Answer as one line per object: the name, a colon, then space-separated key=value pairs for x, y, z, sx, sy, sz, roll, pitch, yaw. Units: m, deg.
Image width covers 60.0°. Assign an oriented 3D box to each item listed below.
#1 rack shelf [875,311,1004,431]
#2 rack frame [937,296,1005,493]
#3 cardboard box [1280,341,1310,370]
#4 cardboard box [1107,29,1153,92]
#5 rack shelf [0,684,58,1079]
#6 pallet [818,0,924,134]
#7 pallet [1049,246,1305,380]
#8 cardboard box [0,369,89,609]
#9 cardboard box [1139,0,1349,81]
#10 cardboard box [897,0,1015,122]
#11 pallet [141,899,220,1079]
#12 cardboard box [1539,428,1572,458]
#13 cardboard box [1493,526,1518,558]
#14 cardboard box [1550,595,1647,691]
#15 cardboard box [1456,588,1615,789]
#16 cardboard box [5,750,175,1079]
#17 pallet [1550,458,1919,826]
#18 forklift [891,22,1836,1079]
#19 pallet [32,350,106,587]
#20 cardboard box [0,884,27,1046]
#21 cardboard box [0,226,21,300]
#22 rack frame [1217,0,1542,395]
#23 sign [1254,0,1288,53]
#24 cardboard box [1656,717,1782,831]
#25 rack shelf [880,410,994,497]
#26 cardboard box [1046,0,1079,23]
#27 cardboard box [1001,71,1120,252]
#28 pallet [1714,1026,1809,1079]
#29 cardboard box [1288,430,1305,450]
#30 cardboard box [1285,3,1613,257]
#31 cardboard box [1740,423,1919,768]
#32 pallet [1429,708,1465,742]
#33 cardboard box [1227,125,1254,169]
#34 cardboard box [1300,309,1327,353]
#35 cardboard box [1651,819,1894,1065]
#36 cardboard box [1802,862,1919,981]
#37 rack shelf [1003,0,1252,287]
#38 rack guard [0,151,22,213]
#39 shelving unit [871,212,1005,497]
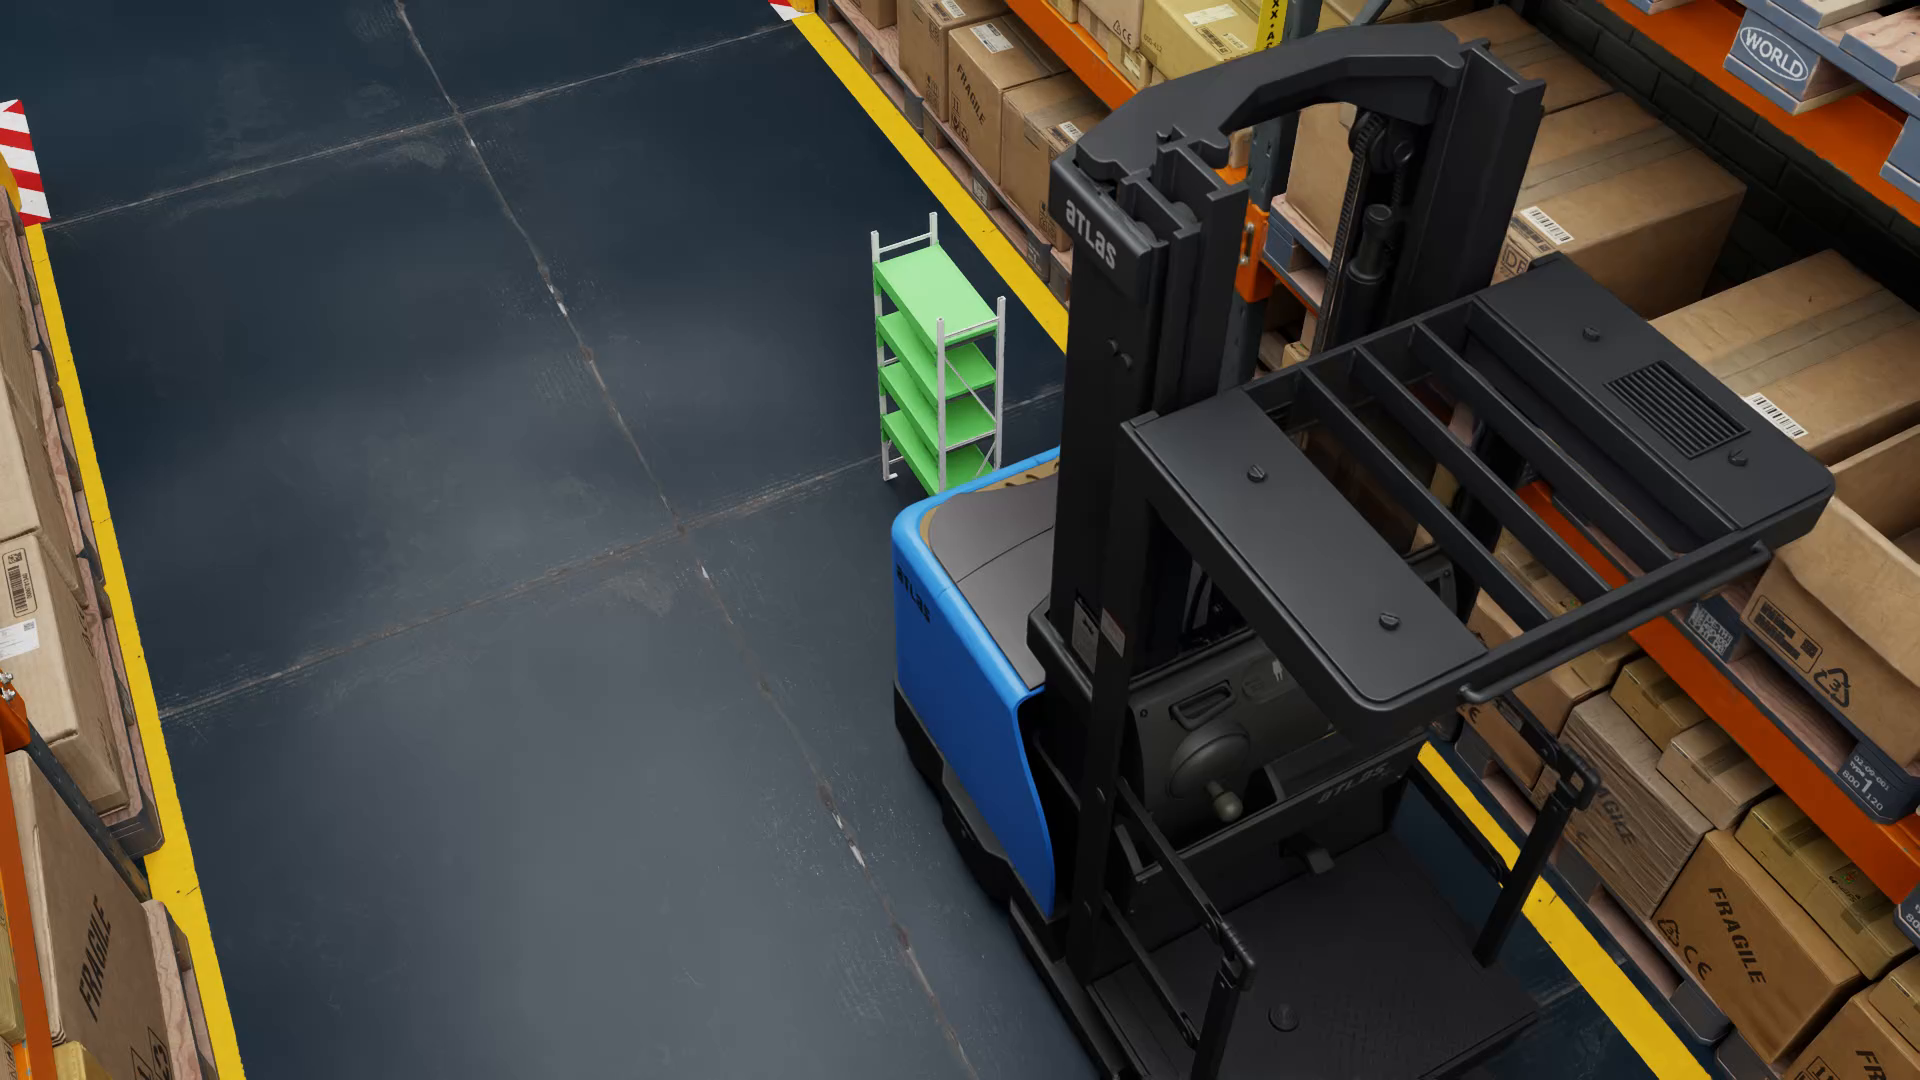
rack shelf: x=-0.076 y=-0.622 z=5.763 sx=0.258 sy=0.148 sz=0.480 roll=-21 pitch=52 yaw=-18
rack frame: x=0.036 y=-0.342 z=5.752 sx=0.240 sy=1.200 sz=0.015 roll=-21 pitch=52 yaw=-18
cardboard box: x=1.334 y=-0.595 z=5.729 sx=0.380 sy=0.149 sz=0.250 roll=-19 pitch=51 yaw=-16
cardboard box: x=0.757 y=-1.774 z=5.976 sx=0.380 sy=0.149 sz=0.250 roll=-20 pitch=52 yaw=-17
rack shelf: x=-2.090 y=1.889 z=3.083 sx=1.077 sy=0.370 sz=4.000 roll=-21 pitch=52 yaw=-18
pallet: x=-0.023 y=-2.573 z=8.361 sx=1.003 sy=0.211 sz=1.213 roll=-21 pitch=52 yaw=-18
pallet: x=1.093 y=-0.940 z=6.932 sx=1.003 sy=0.211 sz=1.213 roll=-21 pitch=52 yaw=-18
cardboard box: x=-3.607 y=-0.037 z=5.713 sx=0.875 sy=0.438 sz=0.875 roll=-23 pitch=53 yaw=-19
cardboard box: x=0.957 y=-1.704 z=5.649 sx=0.500 sy=0.250 sz=0.500 roll=-20 pitch=52 yaw=-17
cardboard box: x=0.128 y=-2.363 z=7.706 sx=0.700 sy=0.500 sz=0.500 roll=-19 pitch=52 yaw=-16
pallet: x=-2.585 y=1.722 z=4.603 sx=1.003 sy=0.211 sz=1.213 roll=-21 pitch=52 yaw=-18
cardboard box: x=1.701 y=-0.430 z=4.444 sx=0.396 sy=0.266 sz=0.258 roll=-19 pitch=51 yaw=-16
cardboard box: x=1.795 y=-0.090 z=5.287 sx=0.380 sy=0.149 sz=0.250 roll=-22 pitch=52 yaw=-18
cardboard box: x=1.987 y=0.257 z=4.983 sx=0.380 sy=0.149 sz=0.250 roll=-19 pitch=52 yaw=-16
cardboard box: x=1.905 y=0.376 z=5.310 sx=0.500 sy=0.500 sz=0.500 roll=-23 pitch=53 yaw=-19
cardboard box: x=-2.650 y=1.263 z=4.286 sx=0.875 sy=0.875 sz=0.875 roll=-20 pitch=52 yaw=-16
pallet: x=2.343 y=0.042 z=4.348 sx=1.003 sy=0.211 sz=1.213 roll=-21 pitch=52 yaw=-18
forklift: x=0.923 y=0.465 z=3.896 sx=1.130 sy=2.935 sz=3.031 roll=-22 pitch=52 yaw=-18
pallet: x=-3.846 y=-0.122 z=6.216 sx=1.003 sy=0.211 sz=1.213 roll=-21 pitch=52 yaw=-18
cardboard box: x=-2.344 y=0.918 z=3.554 sx=0.500 sy=0.250 sz=0.500 roll=-22 pitch=52 yaw=-18
cardboard box: x=-4.445 y=-1.251 z=6.774 sx=0.875 sy=0.438 sz=0.875 roll=-23 pitch=53 yaw=-19
rack frame: x=1.407 y=-1.398 z=5.480 sx=1.000 sy=3.000 sz=0.127 roll=-21 pitch=52 yaw=-18
sign: x=0.928 y=-1.491 z=4.986 sx=0.100 sy=0.325 sz=0.005 roll=-21 pitch=52 yaw=-18
cardboard box: x=2.204 y=0.610 z=4.675 sx=0.380 sy=0.149 sz=0.250 roll=-23 pitch=53 yaw=-19
rack shelf: x=-0.076 y=-0.306 z=6.124 sx=0.258 sy=0.148 sz=0.480 roll=-21 pitch=52 yaw=-18
cardboard box: x=0.519 y=-2.121 z=6.279 sx=0.380 sy=0.149 sz=0.250 roll=-22 pitch=52 yaw=-18
cardboard box: x=0.603 y=-1.668 z=7.098 sx=0.700 sy=0.500 sz=0.500 roll=-23 pitch=53 yaw=-19
pallet: x=2.929 y=1.684 z=4.637 sx=1.003 sy=0.211 sz=1.213 roll=-21 pitch=52 yaw=-18
cardboard box: x=1.428 y=-0.312 z=5.912 sx=0.500 sy=0.500 sz=0.500 roll=-19 pitch=52 yaw=-16
cardboard box: x=1.429 y=-1.169 z=4.934 sx=0.700 sy=0.500 sz=0.500 roll=-20 pitch=52 yaw=-17
cardboard box: x=2.326 y=0.078 z=3.842 sx=0.797 sy=0.503 sz=0.637 roll=-22 pitch=52 yaw=-18
pallet: x=1.812 y=0.051 z=6.065 sx=1.003 sy=0.211 sz=1.213 roll=-21 pitch=52 yaw=-18
cardboard box: x=1.036 y=-1.442 z=5.685 sx=0.380 sy=0.149 sz=0.250 roll=-21 pitch=52 yaw=-17
cardboard box: x=1.388 y=-0.714 z=5.635 sx=0.380 sy=0.149 sz=0.250 roll=-22 pitch=52 yaw=-18
cardboard box: x=2.391 y=1.067 z=4.706 sx=0.500 sy=0.500 sz=0.500 roll=-19 pitch=52 yaw=-16
cardboard box: x=2.472 y=0.951 z=4.376 sx=0.380 sy=0.149 sz=0.250 roll=-20 pitch=52 yaw=-16
rack shelf: x=0.491 y=-2.500 z=6.922 sx=1.077 sy=0.370 sz=4.000 roll=-21 pitch=52 yaw=-18
rack guard: x=-4.847 y=-1.556 z=7.279 sx=1.175 sy=0.500 sz=0.348 roll=-21 pitch=52 yaw=-18
shelving unit: x=-0.076 y=-0.506 z=5.895 sx=0.258 sy=1.200 sz=0.503 roll=-21 pitch=52 yaw=-18
